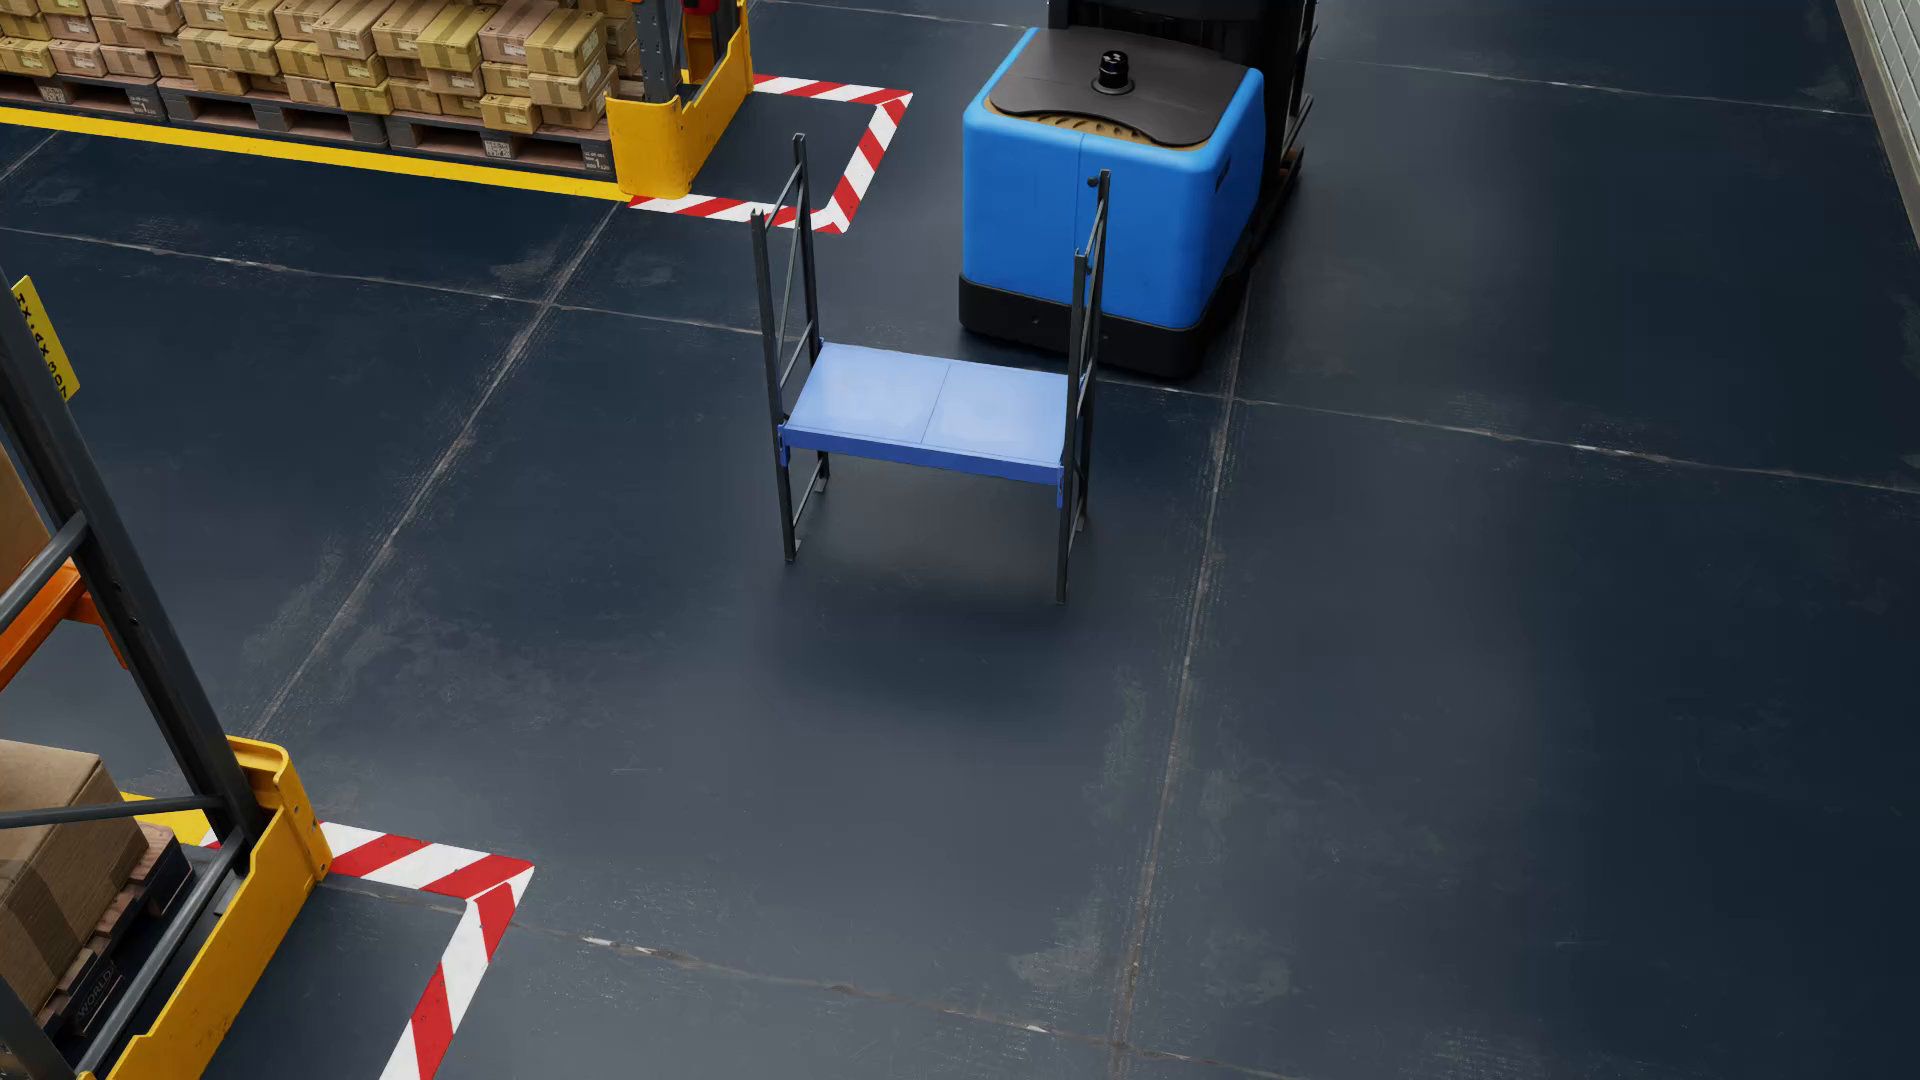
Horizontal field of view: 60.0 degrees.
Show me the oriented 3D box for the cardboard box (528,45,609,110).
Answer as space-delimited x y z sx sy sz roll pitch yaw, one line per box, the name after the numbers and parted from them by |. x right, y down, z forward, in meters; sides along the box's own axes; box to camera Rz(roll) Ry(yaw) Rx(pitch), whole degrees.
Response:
-1.865 -2.223 7.935 0.250 0.149 0.380 8 44 8 | cardboard box

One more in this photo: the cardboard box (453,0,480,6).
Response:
-2.498 -2.820 8.340 0.250 0.149 0.380 7 44 7 | cardboard box

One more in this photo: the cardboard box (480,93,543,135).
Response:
-2.119 -2.138 8.061 0.250 0.149 0.380 10 45 10 | cardboard box

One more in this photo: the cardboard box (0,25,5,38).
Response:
-4.907 -2.671 8.400 0.250 0.149 0.380 11 45 11 | cardboard box

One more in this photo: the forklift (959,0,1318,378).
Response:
1.013 -2.758 7.002 1.130 2.935 3.031 15 46 15 | forklift

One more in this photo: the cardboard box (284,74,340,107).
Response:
-3.127 -2.316 8.246 0.250 0.149 0.380 10 45 10 | cardboard box

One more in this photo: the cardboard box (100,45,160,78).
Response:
-4.133 -2.515 8.453 0.250 0.149 0.380 8 44 8 | cardboard box

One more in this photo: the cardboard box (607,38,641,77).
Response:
-1.729 -2.525 8.464 0.250 0.149 0.380 10 45 10 | cardboard box

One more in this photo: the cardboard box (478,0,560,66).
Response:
-2.092 -2.429 7.935 0.250 0.149 0.380 10 45 10 | cardboard box

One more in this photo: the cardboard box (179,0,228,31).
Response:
-3.612 -2.667 8.182 0.250 0.149 0.380 7 44 7 | cardboard box

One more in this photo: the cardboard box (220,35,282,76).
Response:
-3.401 -2.445 8.165 0.250 0.149 0.380 9 45 9 | cardboard box

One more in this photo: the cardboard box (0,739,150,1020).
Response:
-2.935 1.000 4.593 0.875 0.438 0.875 7 44 8 | cardboard box

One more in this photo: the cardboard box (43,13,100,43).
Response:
-4.395 -2.681 8.410 0.250 0.149 0.380 9 45 9 | cardboard box

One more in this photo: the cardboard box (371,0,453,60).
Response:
-2.611 -2.465 7.971 0.250 0.149 0.380 7 44 7 | cardboard box

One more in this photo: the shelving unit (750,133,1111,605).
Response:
-0.083 -0.553 5.743 1.048 1.500 0.538 9 45 9 | shelving unit

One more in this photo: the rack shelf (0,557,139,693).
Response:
-4.221 0.216 4.381 4.000 0.370 1.077 9 45 9 | rack shelf

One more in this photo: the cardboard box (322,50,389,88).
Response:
-2.880 -2.370 8.088 0.250 0.149 0.380 9 45 10 | cardboard box

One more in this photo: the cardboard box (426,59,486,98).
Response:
-2.372 -2.301 8.016 0.250 0.149 0.380 7 44 7 | cardboard box

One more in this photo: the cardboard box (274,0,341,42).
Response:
-3.118 -2.583 8.094 0.250 0.149 0.380 7 44 8 | cardboard box

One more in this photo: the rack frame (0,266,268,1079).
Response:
-2.269 0.260 3.817 0.127 3.000 1.000 9 45 9 | rack frame

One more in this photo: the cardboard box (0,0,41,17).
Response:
-4.644 -2.775 8.294 0.250 0.149 0.380 11 45 11 | cardboard box

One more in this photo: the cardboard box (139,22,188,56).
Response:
-3.869 -2.580 8.306 0.250 0.149 0.380 11 45 11 | cardboard box

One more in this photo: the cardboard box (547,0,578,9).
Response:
-2.020 -2.713 8.230 0.250 0.149 0.380 10 45 10 | cardboard box

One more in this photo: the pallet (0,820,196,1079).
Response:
-3.067 1.197 4.855 1.213 0.211 1.003 9 45 9 | pallet

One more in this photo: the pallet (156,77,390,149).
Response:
-3.333 -2.445 8.638 1.213 0.211 1.003 9 45 9 | pallet

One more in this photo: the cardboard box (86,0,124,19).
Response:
-4.127 -2.746 8.264 0.250 0.149 0.380 8 44 8 | cardboard box

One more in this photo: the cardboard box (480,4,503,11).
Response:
-2.255 -2.646 8.375 0.250 0.149 0.380 9 45 10 | cardboard box

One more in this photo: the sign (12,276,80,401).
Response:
-2.142 -0.455 3.878 0.005 0.325 0.100 9 45 9 | sign

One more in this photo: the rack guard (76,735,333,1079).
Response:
-2.246 1.164 4.680 0.348 0.500 1.175 9 45 9 | rack guard

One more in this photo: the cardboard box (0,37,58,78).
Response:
-4.646 -2.522 8.460 0.250 0.149 0.380 10 45 10 | cardboard box

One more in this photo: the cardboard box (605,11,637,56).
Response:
-1.742 -2.590 8.316 0.250 0.149 0.380 11 45 11 | cardboard box

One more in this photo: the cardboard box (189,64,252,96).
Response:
-3.630 -2.393 8.327 0.250 0.149 0.380 8 44 8 | cardboard box

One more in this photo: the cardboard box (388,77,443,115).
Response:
-2.602 -2.265 8.193 0.250 0.149 0.380 9 45 9 | cardboard box

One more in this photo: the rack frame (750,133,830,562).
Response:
-0.579 -0.630 5.823 0.032 1.500 0.500 9 45 9 | rack frame
